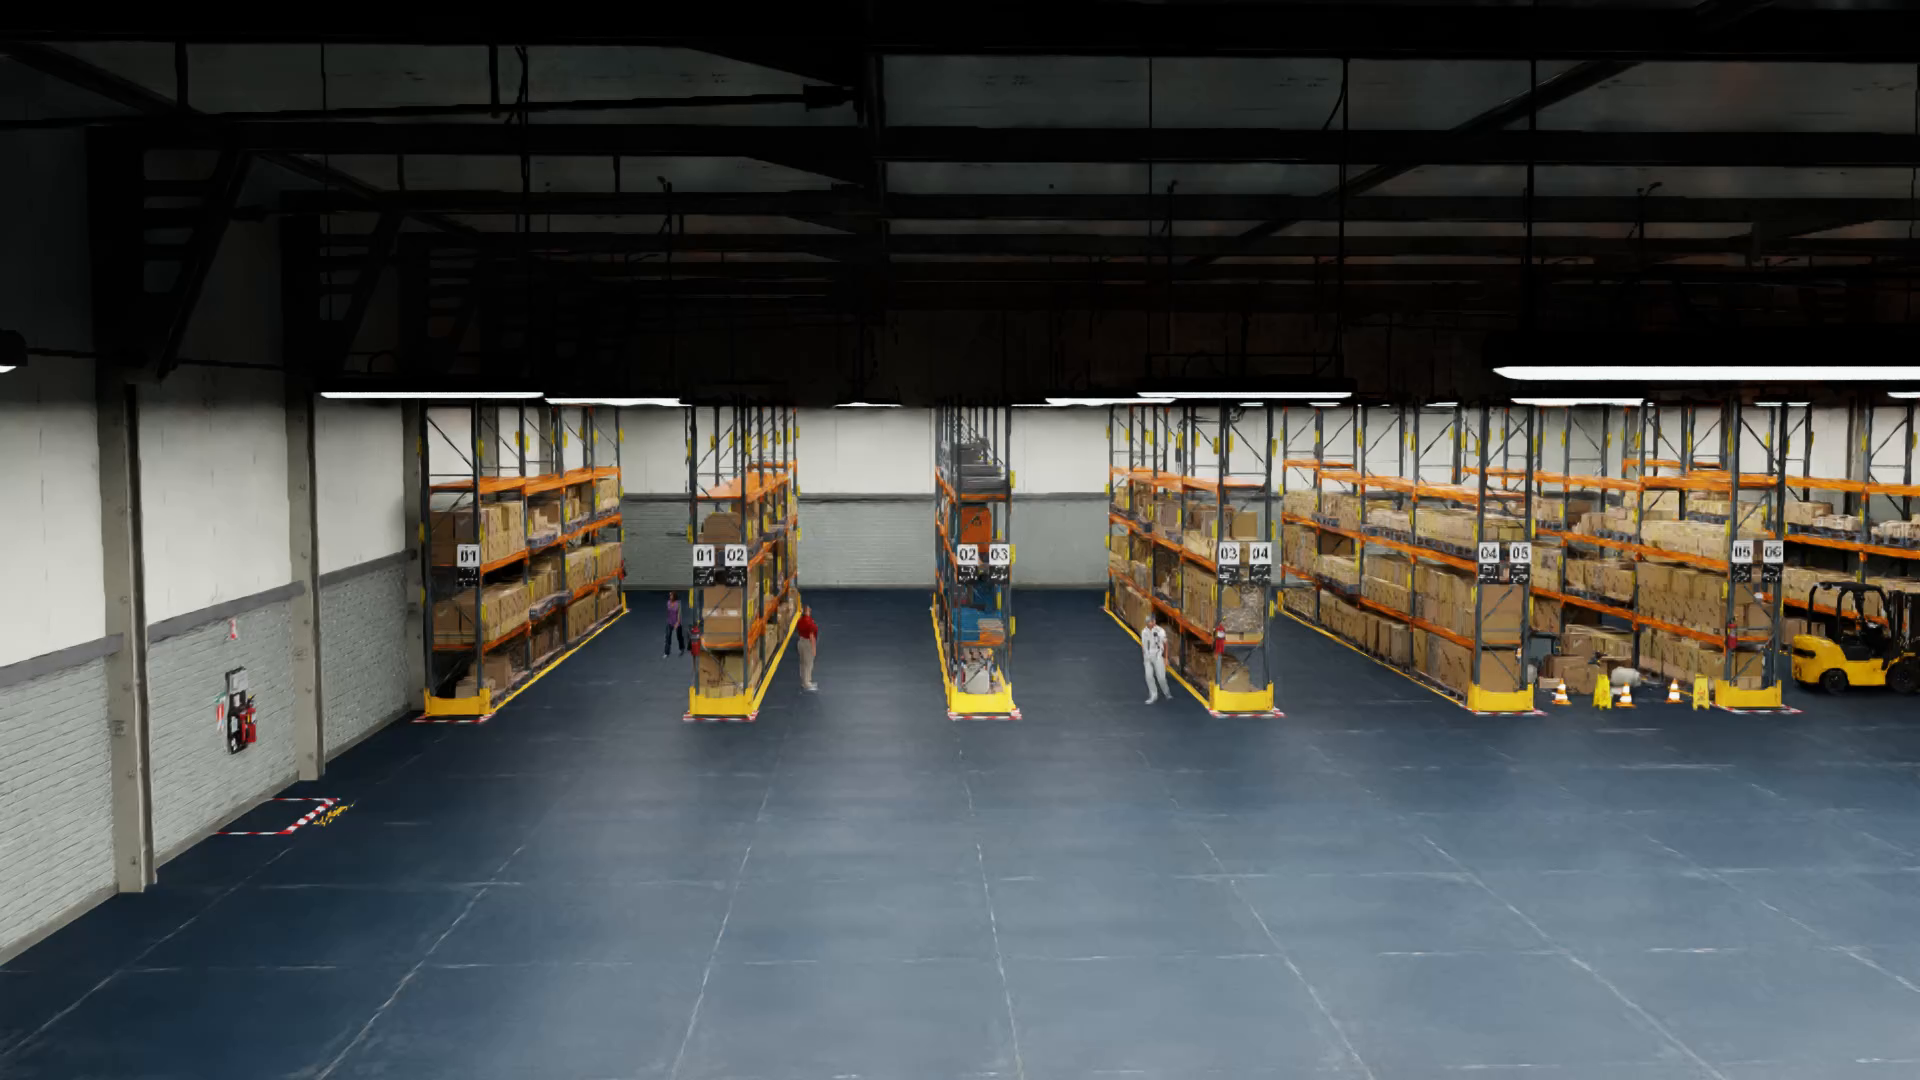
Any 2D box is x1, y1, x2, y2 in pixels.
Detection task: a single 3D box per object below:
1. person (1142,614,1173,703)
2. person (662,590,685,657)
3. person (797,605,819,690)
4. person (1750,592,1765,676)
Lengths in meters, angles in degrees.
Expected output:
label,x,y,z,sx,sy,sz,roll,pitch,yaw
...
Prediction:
label,x,y,z,sx,sy,sz,roll,pitch,yaw
person,3.839,2.296,32.522,0.599,1.747,0.543,3,5,35
person,-6.595,1.926,38.410,0.408,1.525,0.961,1,5,7
person,-3.080,2.174,33.946,0.450,1.731,0.576,-3,5,-33
person,17.035,2.008,35.668,0.489,1.787,0.608,2,5,27
